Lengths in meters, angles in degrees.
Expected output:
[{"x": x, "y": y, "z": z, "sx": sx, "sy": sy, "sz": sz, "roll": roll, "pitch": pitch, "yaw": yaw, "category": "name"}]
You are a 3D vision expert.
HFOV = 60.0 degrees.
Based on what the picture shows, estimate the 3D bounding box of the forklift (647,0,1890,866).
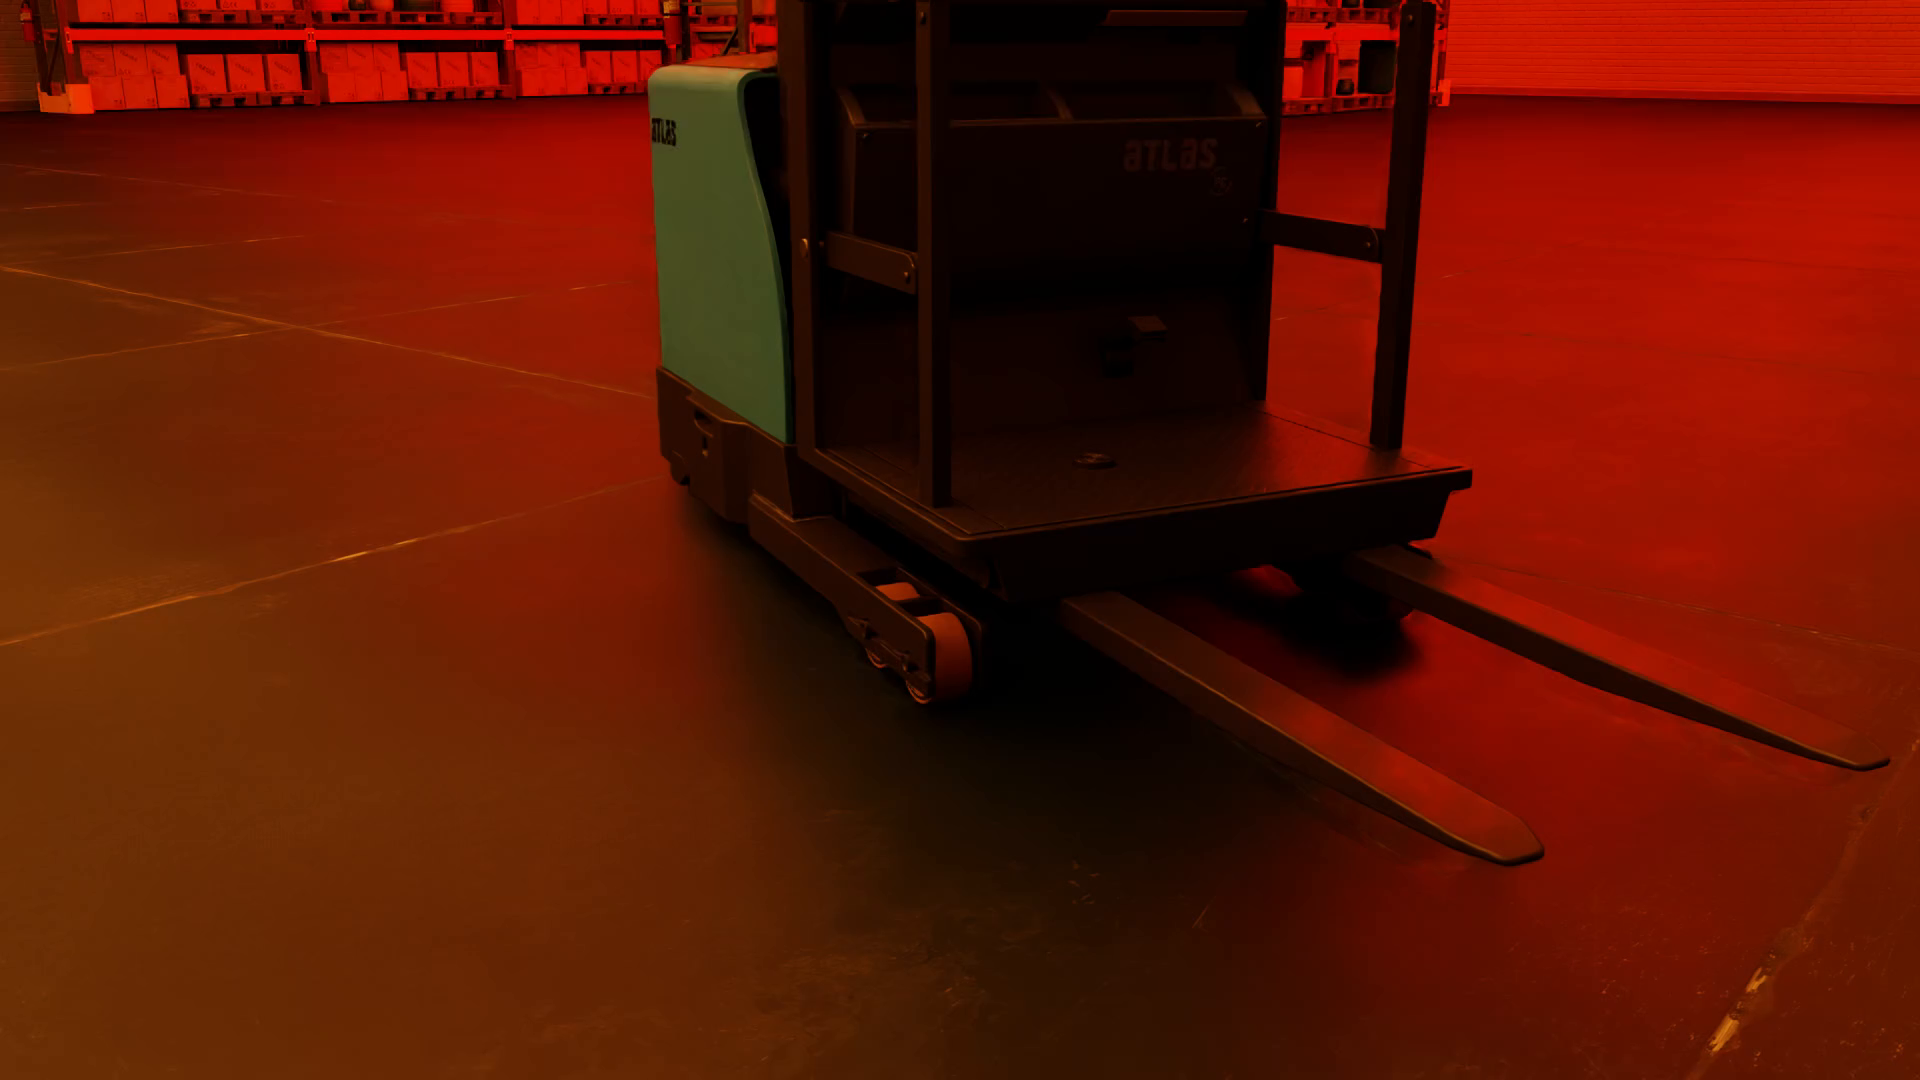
[{"x": 0.287, "y": -1.252, "z": 3.020, "sx": 1.130, "sy": 2.935, "sz": 3.031, "roll": -8, "pitch": 19, "yaw": -24, "category": "forklift"}]
